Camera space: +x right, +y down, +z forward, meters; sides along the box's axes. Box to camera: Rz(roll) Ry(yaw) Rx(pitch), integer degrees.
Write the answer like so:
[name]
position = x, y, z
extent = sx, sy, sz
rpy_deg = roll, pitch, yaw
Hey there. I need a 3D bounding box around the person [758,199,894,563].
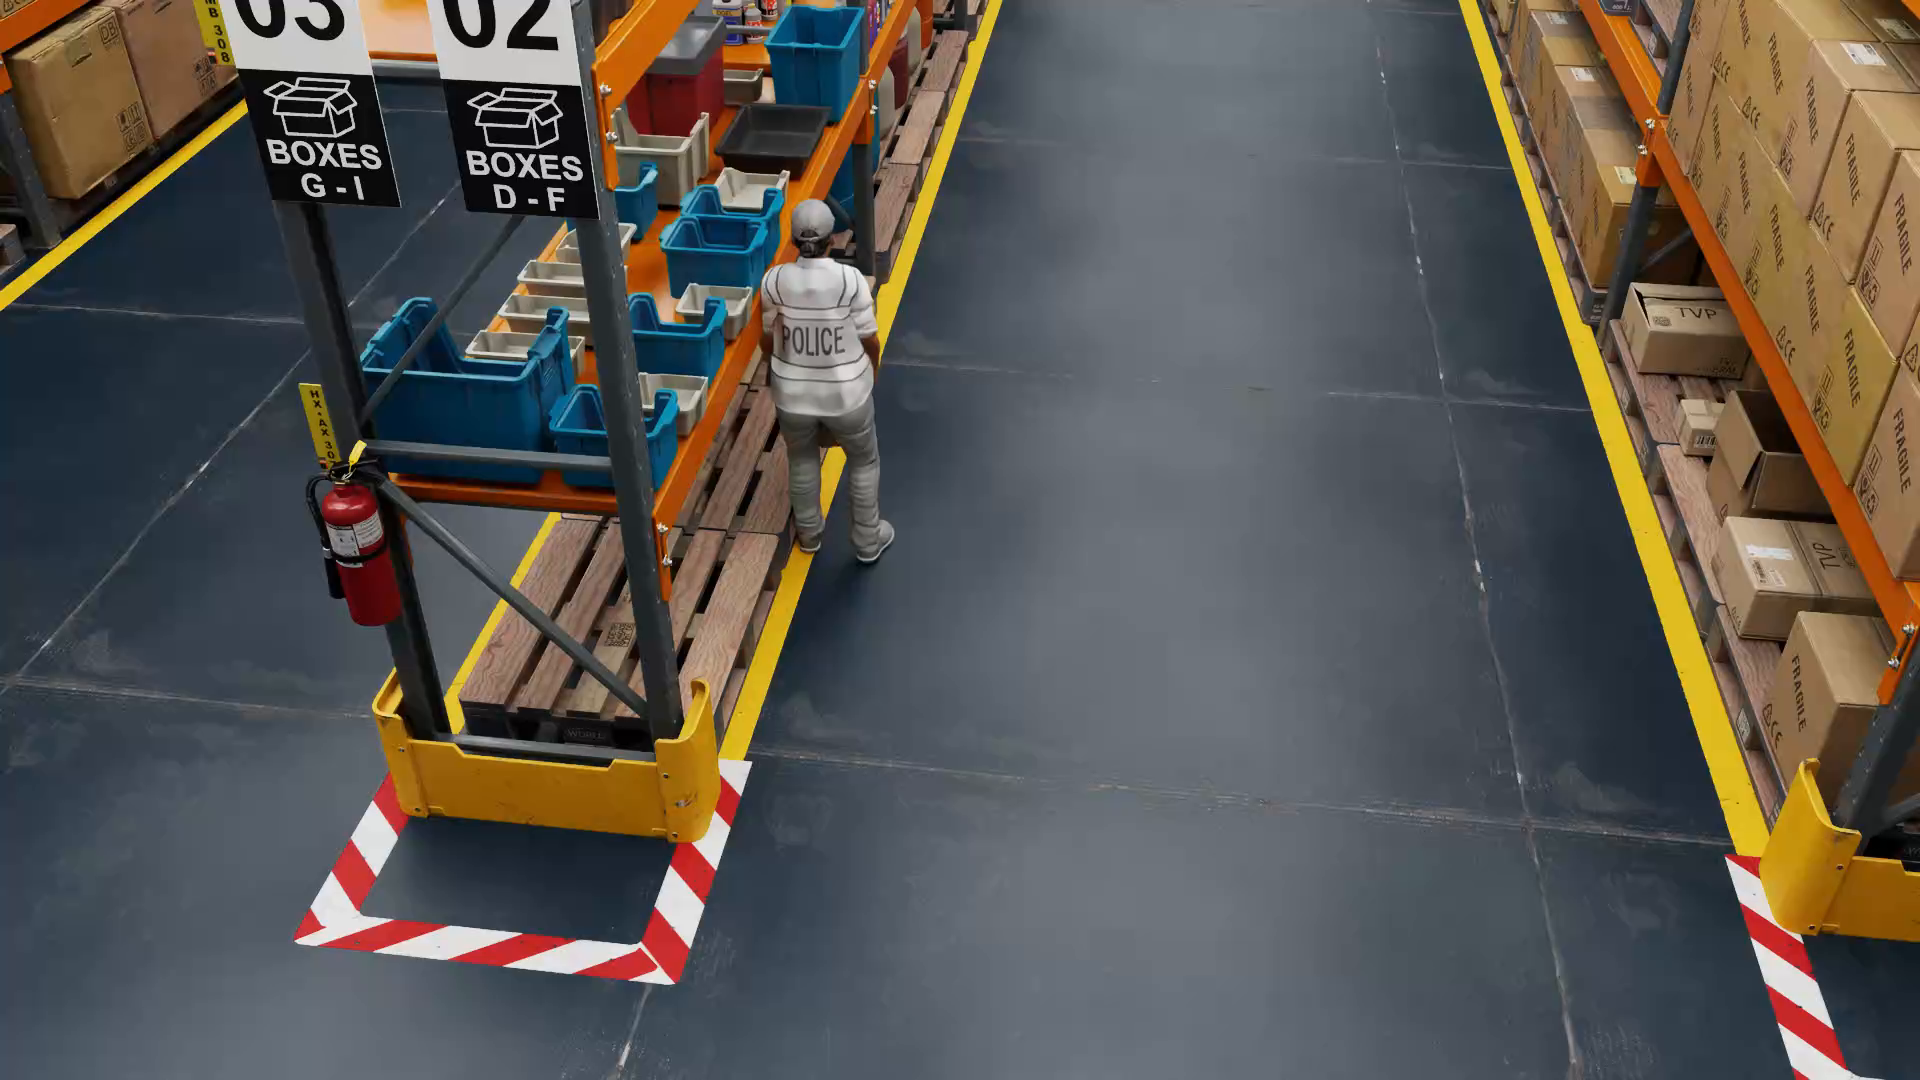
[person]
position = -0.566, -0.639, 7.007
extent = 0.521, 1.671, 0.451
rpy_deg = 3, 36, 4
